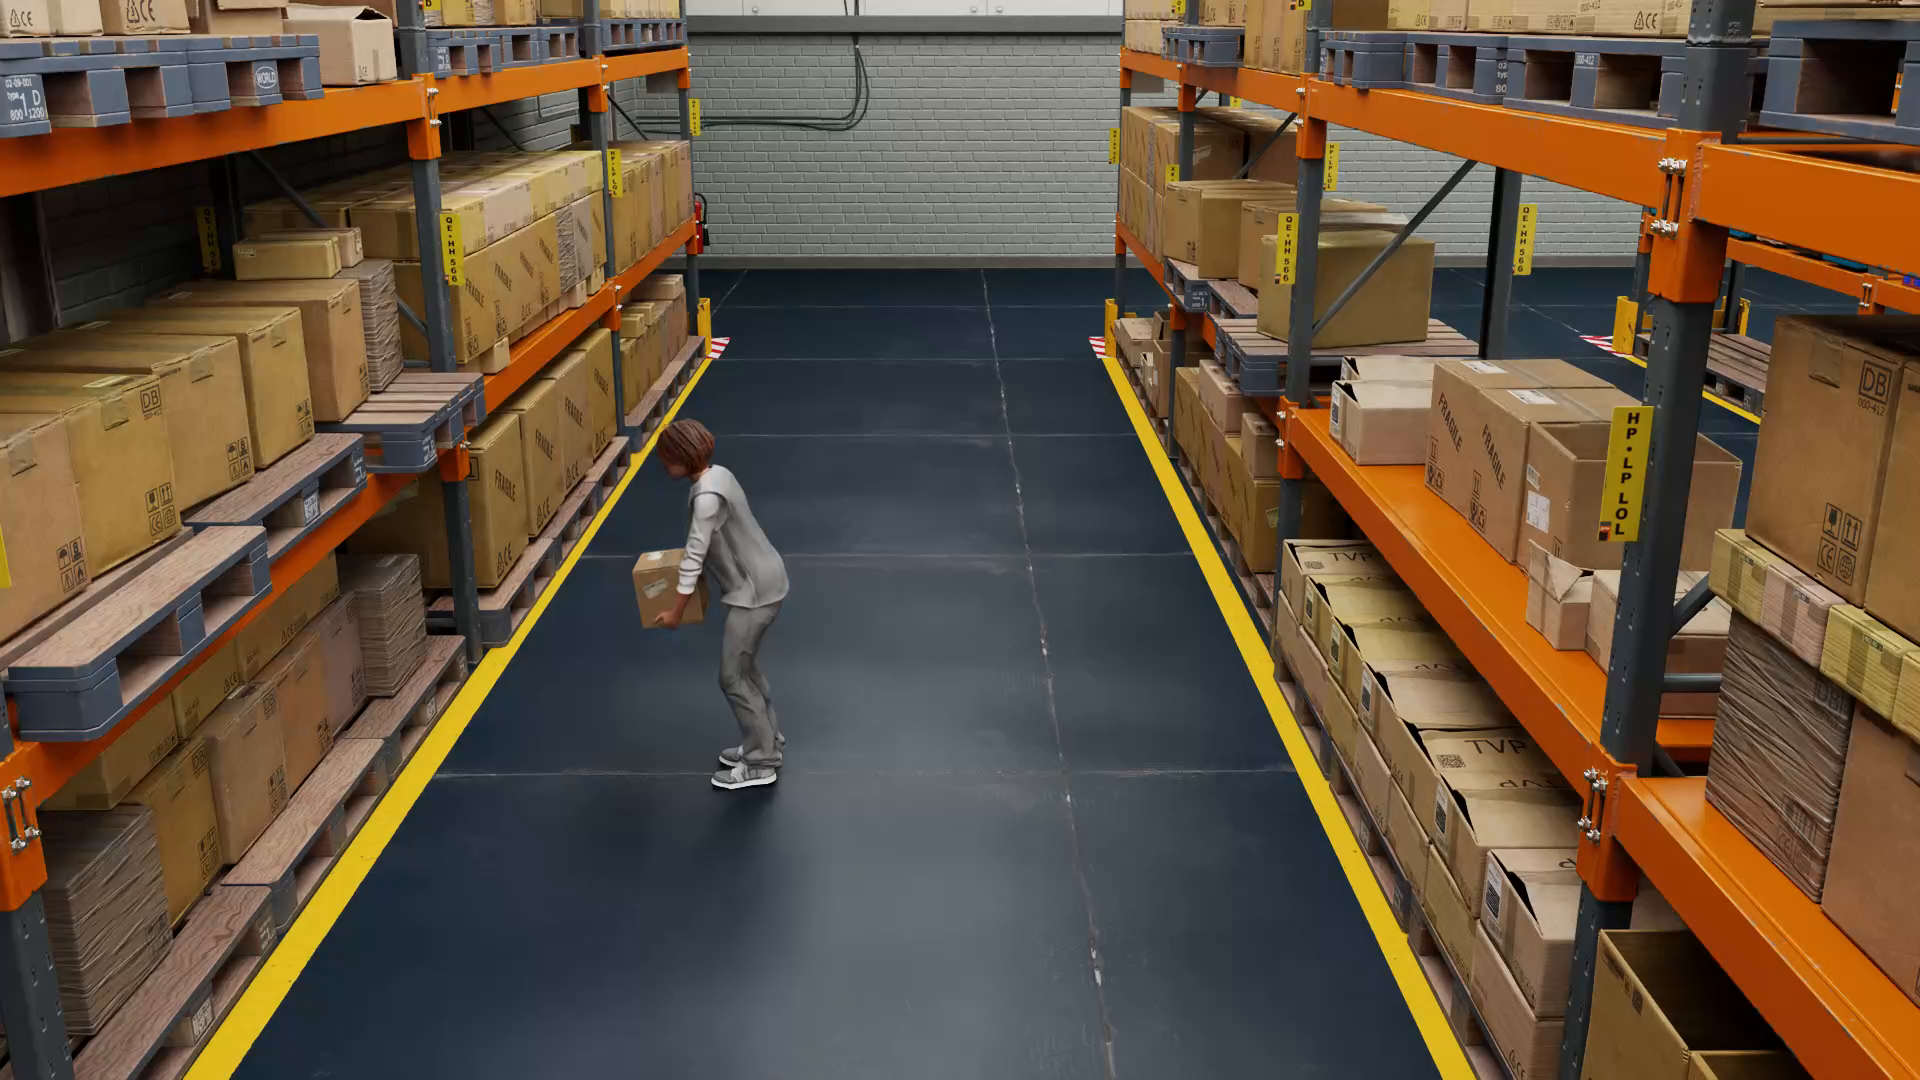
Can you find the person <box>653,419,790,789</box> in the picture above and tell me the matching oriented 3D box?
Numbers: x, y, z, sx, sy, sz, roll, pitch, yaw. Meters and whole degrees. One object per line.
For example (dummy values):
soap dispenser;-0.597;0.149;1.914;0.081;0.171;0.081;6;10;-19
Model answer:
person;-0.972;0.262;6.835;0.547;1.541;0.374;-1;17;-2
